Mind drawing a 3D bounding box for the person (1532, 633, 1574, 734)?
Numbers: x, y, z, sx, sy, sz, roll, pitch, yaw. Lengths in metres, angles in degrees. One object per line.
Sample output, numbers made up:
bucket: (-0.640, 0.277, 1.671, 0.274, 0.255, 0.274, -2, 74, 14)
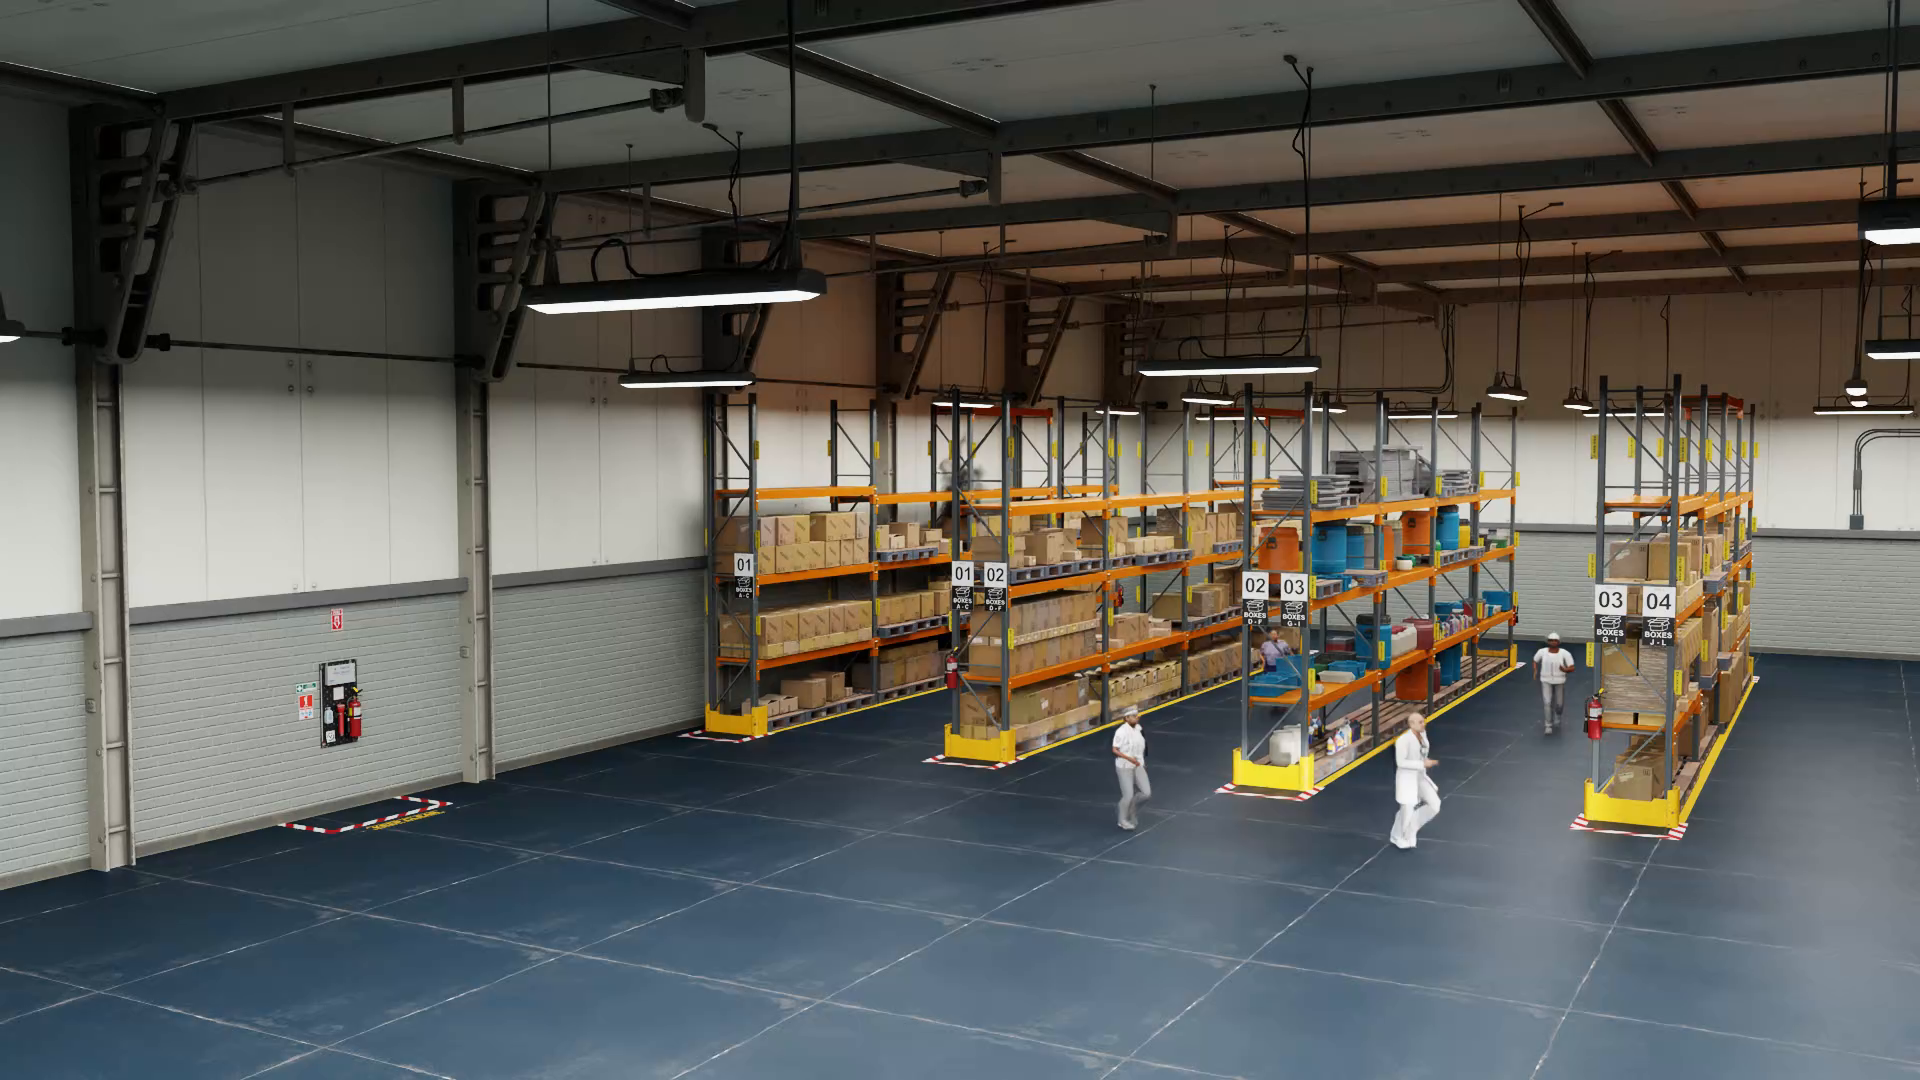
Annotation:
person: (10.512, 2.519, 29.483, 0.711, 1.747, 0.963, 1, 3, 21)

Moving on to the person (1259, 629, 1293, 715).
person: (5.940, 2.494, 31.465, 0.601, 1.632, 0.616, 1, 3, 26)

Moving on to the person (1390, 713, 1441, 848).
person: (5.663, 3.002, 20.668, 0.760, 1.731, 0.823, -2, 4, -35)

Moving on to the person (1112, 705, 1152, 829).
person: (2.271, 2.983, 21.824, 0.587, 1.660, 0.568, -2, 4, -33)
